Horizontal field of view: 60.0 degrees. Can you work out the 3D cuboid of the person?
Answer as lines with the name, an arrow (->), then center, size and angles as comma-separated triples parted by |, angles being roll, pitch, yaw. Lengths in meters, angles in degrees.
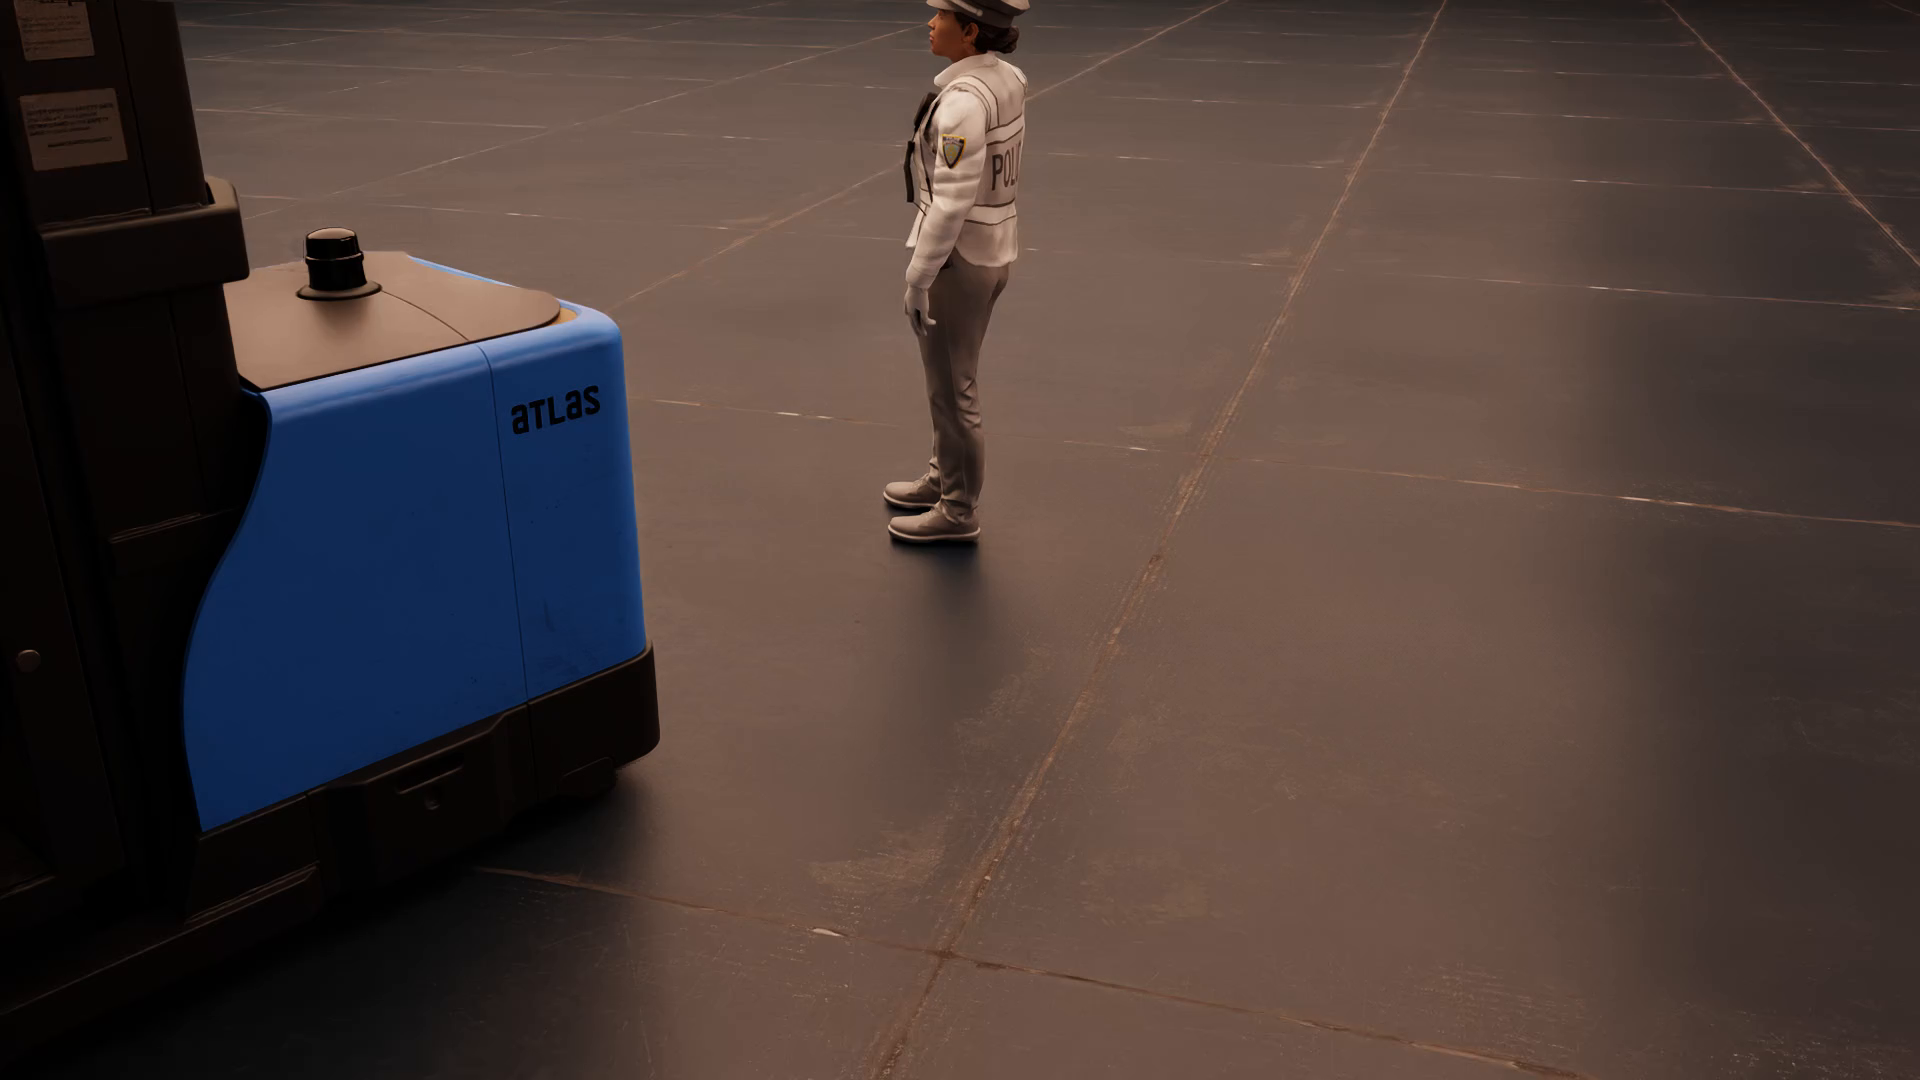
person -> -0.062, -0.800, 4.819 | 0.533, 1.696, 0.588 | 7, 23, 16

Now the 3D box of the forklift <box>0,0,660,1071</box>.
forklift -> -2.058, -0.541, 2.589 | 1.130, 2.935, 3.031 | 19, 29, 39
